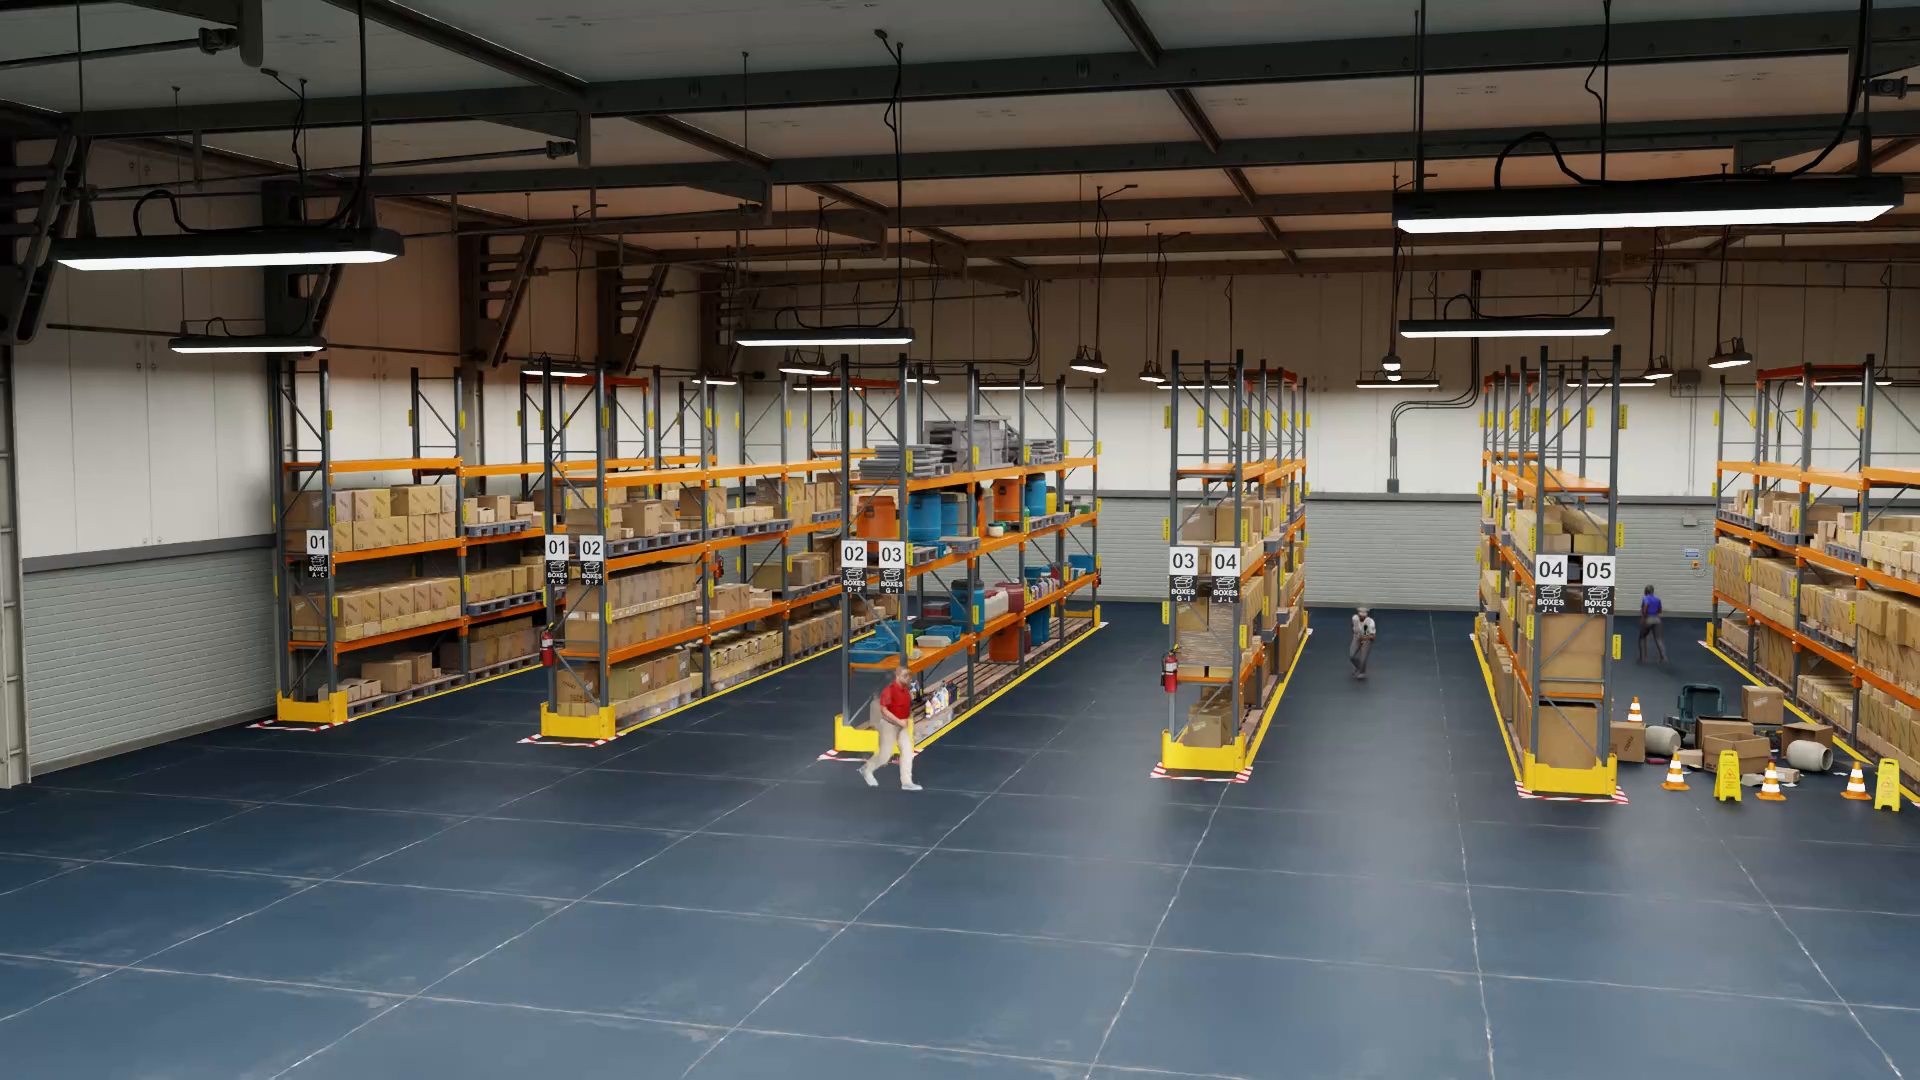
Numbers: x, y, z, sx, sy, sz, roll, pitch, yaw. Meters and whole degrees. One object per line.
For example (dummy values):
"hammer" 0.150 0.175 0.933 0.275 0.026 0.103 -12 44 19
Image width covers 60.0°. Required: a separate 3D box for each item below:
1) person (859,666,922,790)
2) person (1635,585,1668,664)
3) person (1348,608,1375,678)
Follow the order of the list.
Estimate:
"person" -0.937 2.531 22.464 0.964 1.688 0.617 3 5 37
"person" 14.175 1.746 34.057 0.573 1.631 0.954 0 4 -6
"person" 7.720 1.984 31.973 0.605 1.429 0.943 2 5 29
